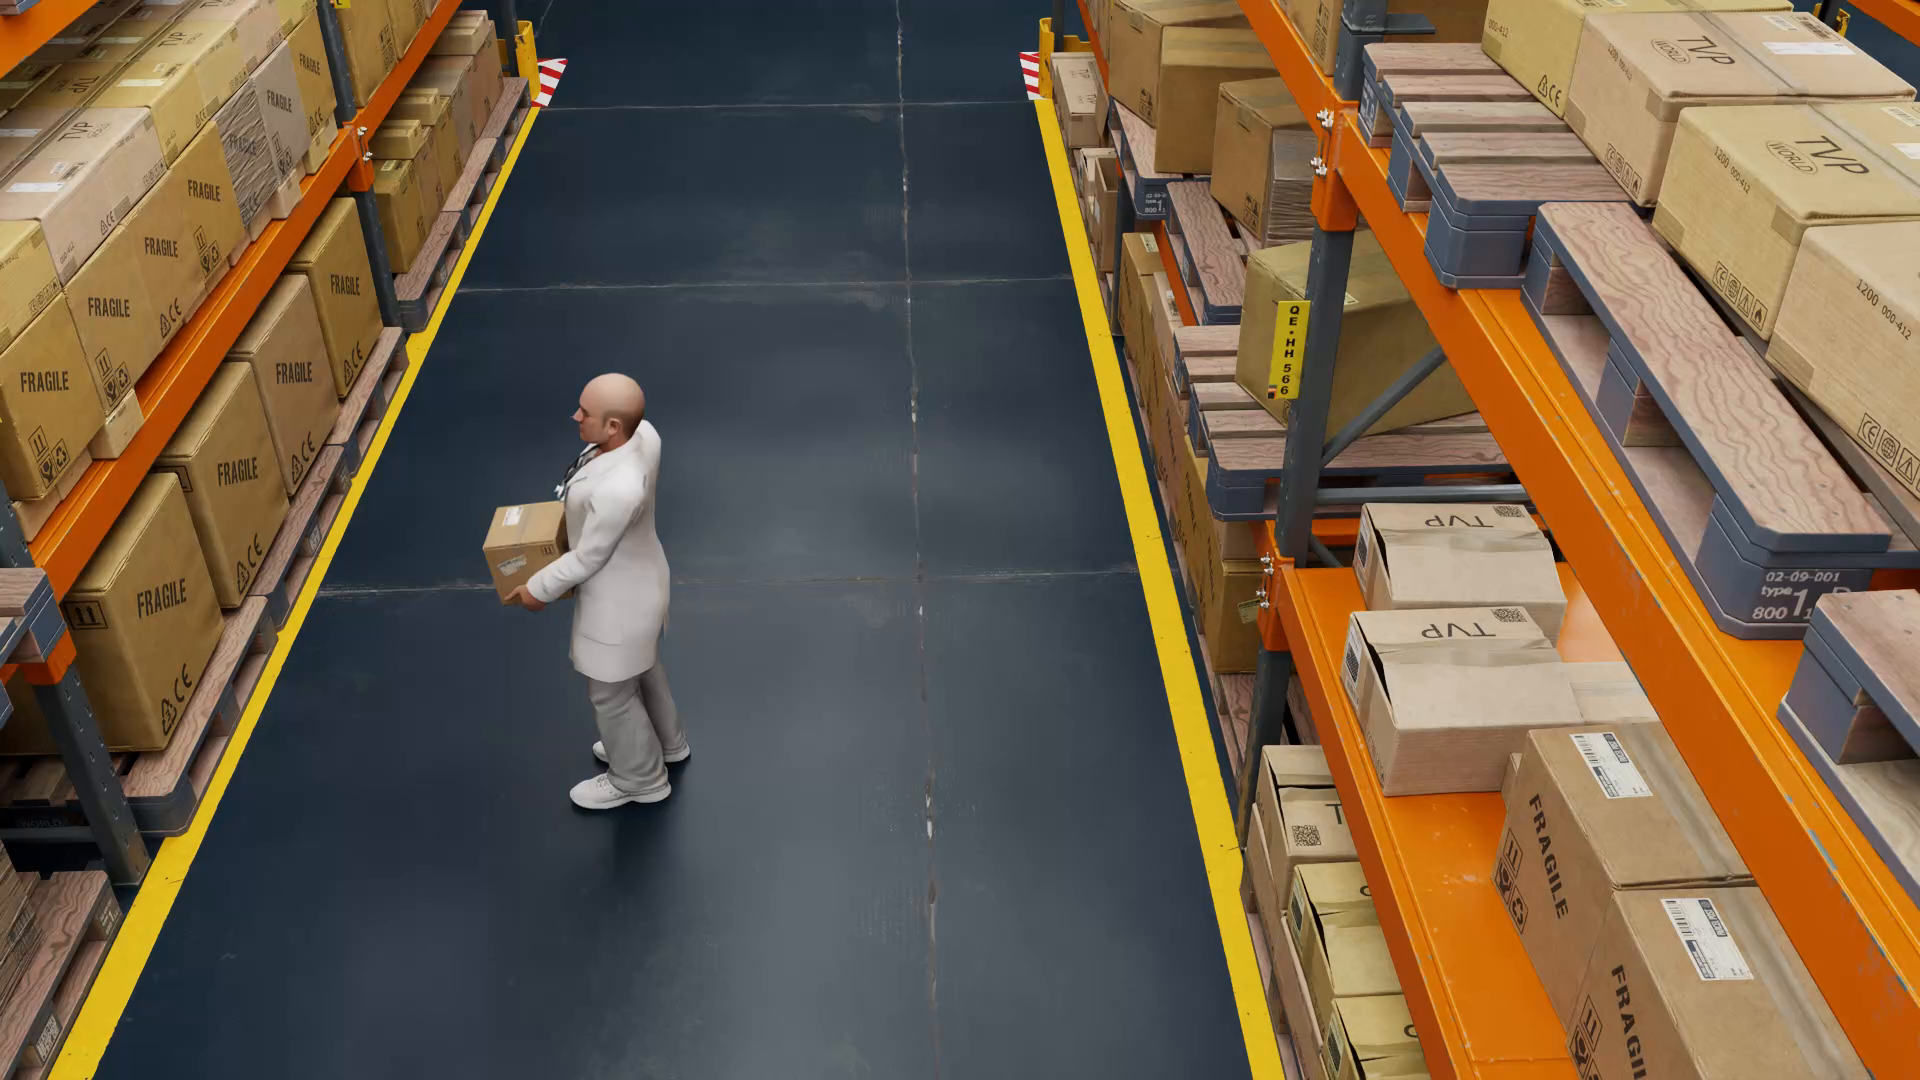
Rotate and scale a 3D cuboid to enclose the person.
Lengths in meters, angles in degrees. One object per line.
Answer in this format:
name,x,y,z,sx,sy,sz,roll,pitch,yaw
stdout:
person,-1.296,0.194,5.883,0.552,1.772,0.529,-1,35,-1
